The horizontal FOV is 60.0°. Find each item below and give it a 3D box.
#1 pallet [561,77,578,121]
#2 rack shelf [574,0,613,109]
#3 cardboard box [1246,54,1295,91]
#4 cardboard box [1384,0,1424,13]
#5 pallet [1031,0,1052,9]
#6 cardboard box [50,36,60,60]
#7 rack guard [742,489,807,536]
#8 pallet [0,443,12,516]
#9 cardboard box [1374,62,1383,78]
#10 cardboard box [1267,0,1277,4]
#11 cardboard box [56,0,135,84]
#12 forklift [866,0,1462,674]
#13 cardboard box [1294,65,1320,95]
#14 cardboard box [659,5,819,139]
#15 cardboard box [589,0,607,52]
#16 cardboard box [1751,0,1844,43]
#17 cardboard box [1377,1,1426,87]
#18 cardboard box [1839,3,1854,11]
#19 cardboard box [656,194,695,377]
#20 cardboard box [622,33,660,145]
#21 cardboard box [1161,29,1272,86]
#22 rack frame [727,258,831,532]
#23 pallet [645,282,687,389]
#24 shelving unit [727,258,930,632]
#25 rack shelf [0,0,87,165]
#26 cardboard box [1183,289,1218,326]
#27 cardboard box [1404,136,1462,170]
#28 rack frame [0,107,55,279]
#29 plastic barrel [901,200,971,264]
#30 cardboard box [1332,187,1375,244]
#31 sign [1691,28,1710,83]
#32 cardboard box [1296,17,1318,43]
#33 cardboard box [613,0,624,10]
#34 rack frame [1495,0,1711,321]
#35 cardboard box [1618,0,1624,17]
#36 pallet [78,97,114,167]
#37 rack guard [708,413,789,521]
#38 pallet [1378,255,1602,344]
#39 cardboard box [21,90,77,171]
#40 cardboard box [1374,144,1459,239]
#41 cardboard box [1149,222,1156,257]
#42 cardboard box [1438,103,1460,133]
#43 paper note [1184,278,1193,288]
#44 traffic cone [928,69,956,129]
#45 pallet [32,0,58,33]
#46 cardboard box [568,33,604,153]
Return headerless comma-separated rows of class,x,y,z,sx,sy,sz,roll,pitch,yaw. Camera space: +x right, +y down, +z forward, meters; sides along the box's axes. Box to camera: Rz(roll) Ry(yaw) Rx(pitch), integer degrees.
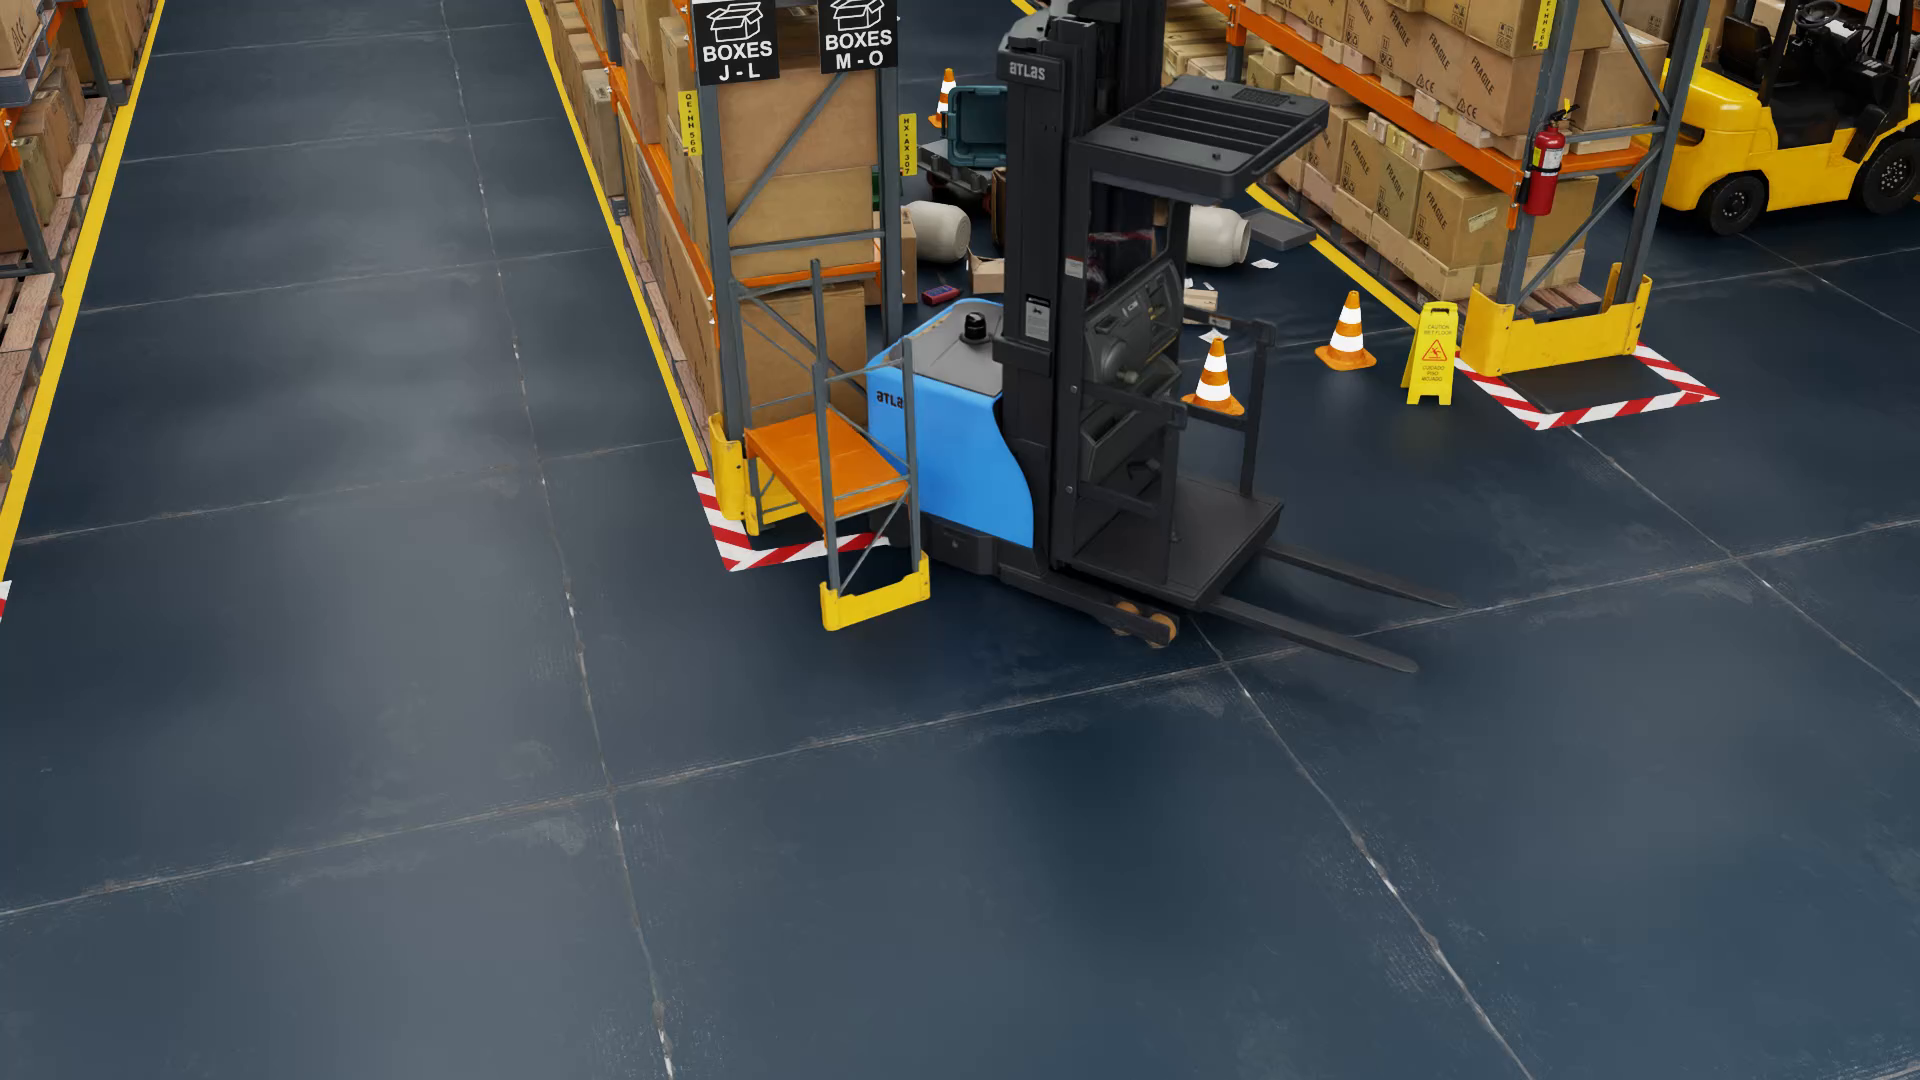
pallet,-3.074,-4.161,15.175,1.003,0.211,1.213,-10,35,-15
rack shelf,-2.633,-4.401,13.661,1.077,0.370,4.000,-10,35,-15
cardboard box,2.583,-3.522,13.112,0.500,0.500,0.500,-8,34,-12
cardboard box,3.116,-3.768,10.784,0.700,0.500,0.500,-10,35,-15
pallet,1.272,-5.900,17.806,1.003,0.211,1.213,-10,35,-15
cardboard box,-7.765,-4.077,13.706,0.500,0.250,0.500,-9,34,-13
rack guard,-0.905,-0.224,9.167,0.587,0.250,0.087,-18,38,-23
pallet,-5.795,-0.079,8.997,1.003,0.211,1.213,-10,35,-15
cardboard box,3.115,-3.298,11.567,0.380,0.149,0.250,-10,35,-15
cardboard box,2.529,-4.424,12.684,0.500,0.500,0.500,-10,35,-15
cardboard box,-8.188,-4.625,14.894,1.225,0.875,0.875,-12,35,-17
forklift,1.020,-1.022,7.957,3.031,2.935,1.130,19,38,27
cardboard box,2.723,-3.448,12.411,0.380,0.149,0.250,-9,34,-13
cardboard box,-1.135,-2.539,9.075,0.875,0.550,0.550,-10,35,-15
cardboard box,-2.437,-3.922,12.193,0.500,0.500,0.500,-10,35,-15
cardboard box,7.235,-4.512,14.382,0.500,0.250,0.500,-11,35,-15
cardboard box,3.155,-3.368,11.085,0.500,0.500,0.500,-10,35,-15
cardboard box,7.721,-4.592,14.505,0.500,0.250,0.500,-9,35,-14
cardboard box,-1.343,-1.646,10.386,0.875,0.875,0.875,-11,35,-15
cardboard box,-1.657,-2.934,10.652,0.875,0.550,0.550,-10,35,-15
cardboard box,2.275,-4.267,14.809,0.950,0.372,0.625,-8,34,-12
rack frame,-0.921,-0.741,8.816,0.500,1.500,0.032,-18,38,-23
pallet,-1.490,-1.433,11.047,1.003,0.211,1.213,-10,35,-15
shelving unit,-0.681,-0.500,8.451,0.587,1.500,1.083,-18,38,-23
rack shelf,-7.387,-3.620,12.479,1.077,0.370,4.000,-10,35,-15
cardboard box,1.557,-1.595,11.348,0.380,0.149,0.250,7,34,10
cardboard box,3.212,-2.606,11.137,0.380,0.149,0.250,-9,35,-13
rack frame,-6.777,-2.870,10.692,1.000,3.000,0.127,-10,35,-15
plastic barrel,-0.216,-2.238,12.073,0.512,0.421,0.421,13,36,18
cardboard box,3.062,-2.391,12.080,0.500,0.250,0.500,-11,35,-16
sign,4.397,-2.889,9.935,0.100,0.325,0.005,-10,35,-15
cardboard box,2.730,-3.818,12.355,0.380,0.149,0.250,-9,35,-13
cardboard box,-1.943,-3.965,11.233,0.875,0.550,0.550,-10,35,-15
rack frame,3.881,-2.436,10.036,1.000,3.000,0.127,-10,35,-15
cardboard box,6.756,-5.633,16.646,0.875,0.625,0.625,-11,35,-17
pallet,-7.760,-3.396,14.017,1.003,0.211,1.213,-10,35,-15
rack guard,-0.795,-0.495,9.366,1.175,0.500,0.348,-10,35,-15
pallet,3.643,-1.745,11.519,1.003,0.211,1.213,-10,35,-15
cardboard box,-7.413,-3.177,13.024,0.700,0.500,0.500,-7,34,-11
cardboard box,3.225,-2.427,11.455,0.500,0.500,0.500,-9,34,-13
cardboard box,0.934,-1.891,11.475,0.637,0.503,0.797,19,38,26
cardboard box,3.322,-2.744,10.730,0.380,0.149,0.250,-11,35,-16
paper note,1.580,-1.826,11.815,0.148,0.019,0.142,1,33,2
traffic cone,-0.092,-3.878,14.518,0.336,0.463,0.334,-10,35,-15
pallet,-7.355,-3.858,12.360,1.003,0.211,1.213,-10,35,-15
cardboard box,-2.589,-3.705,13.616,1.050,0.750,0.750,-10,35,-15
